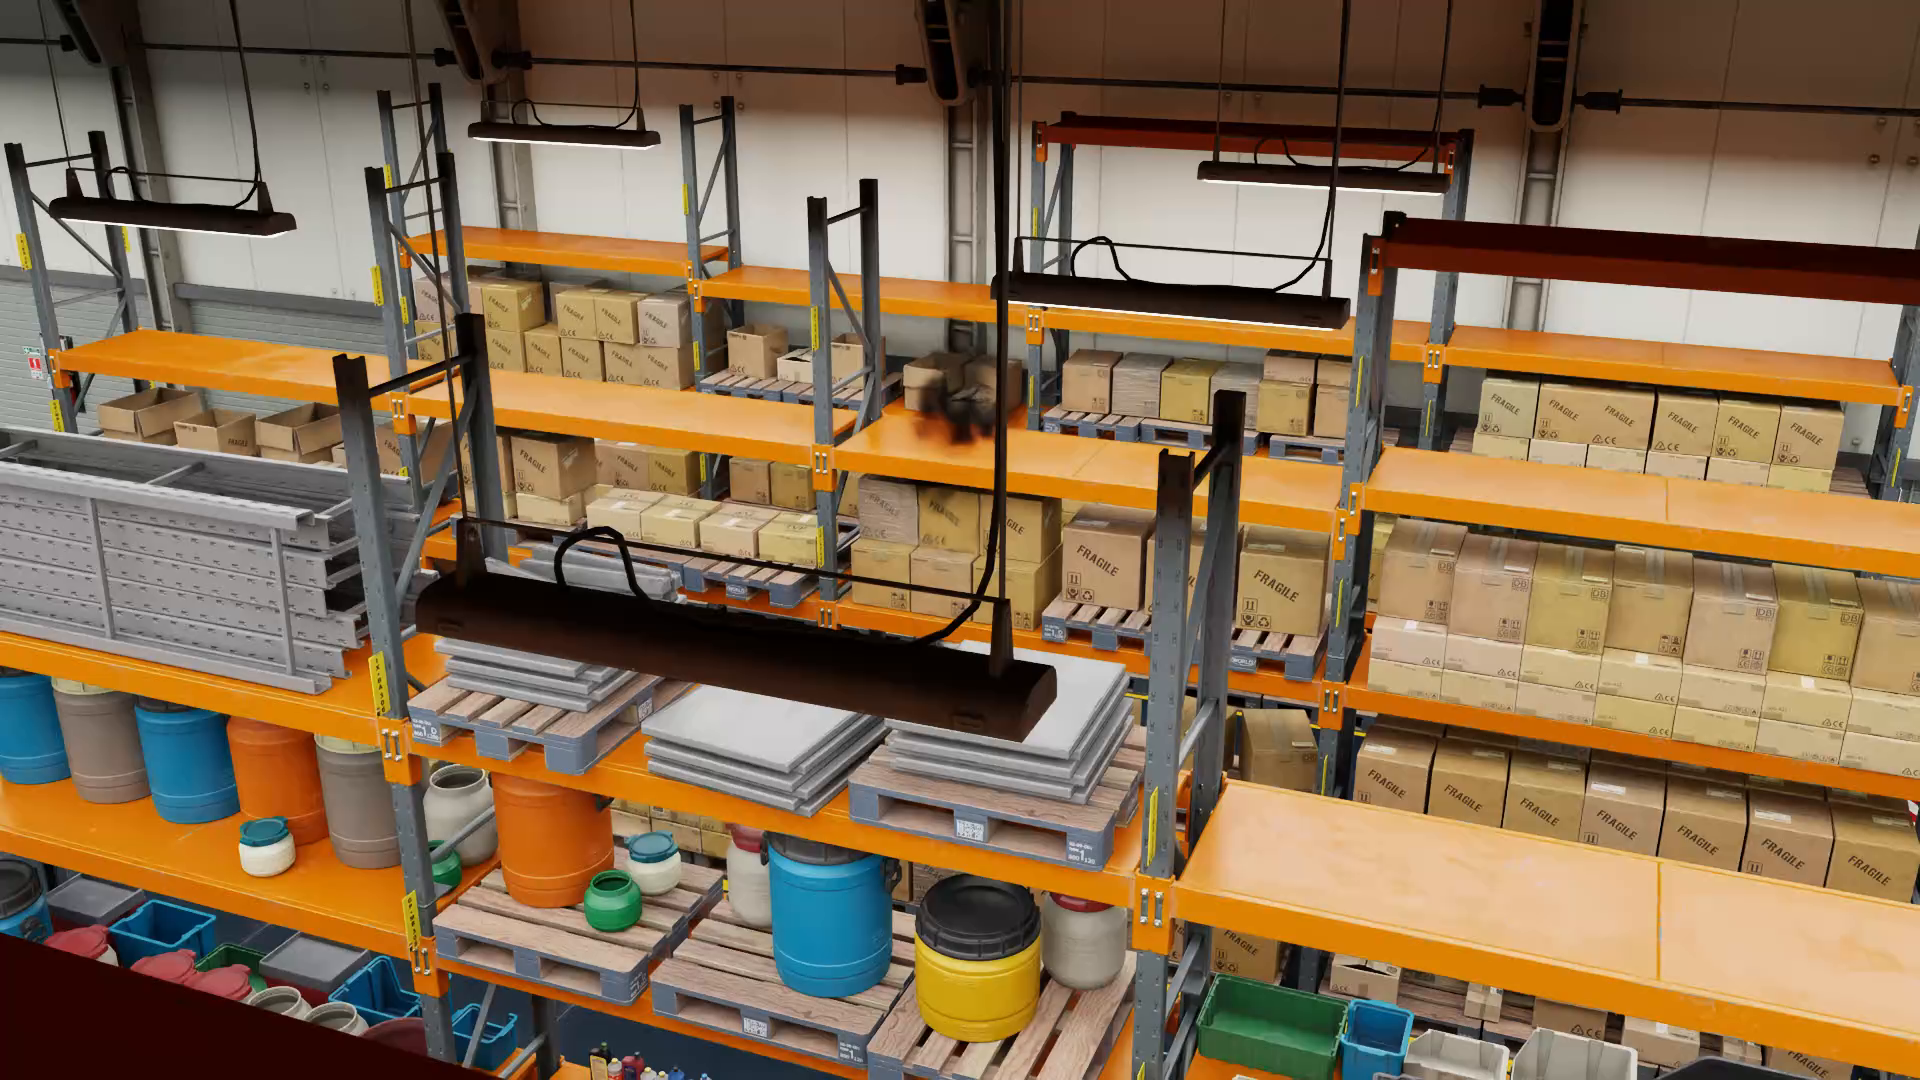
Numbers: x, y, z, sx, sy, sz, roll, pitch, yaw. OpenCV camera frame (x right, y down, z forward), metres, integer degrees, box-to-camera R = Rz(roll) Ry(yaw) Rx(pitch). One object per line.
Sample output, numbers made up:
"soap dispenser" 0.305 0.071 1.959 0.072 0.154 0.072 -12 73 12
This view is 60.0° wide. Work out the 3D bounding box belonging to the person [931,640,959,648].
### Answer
"person" -0.122 1.107 16.329 0.731 1.777 0.584 6 22 17
